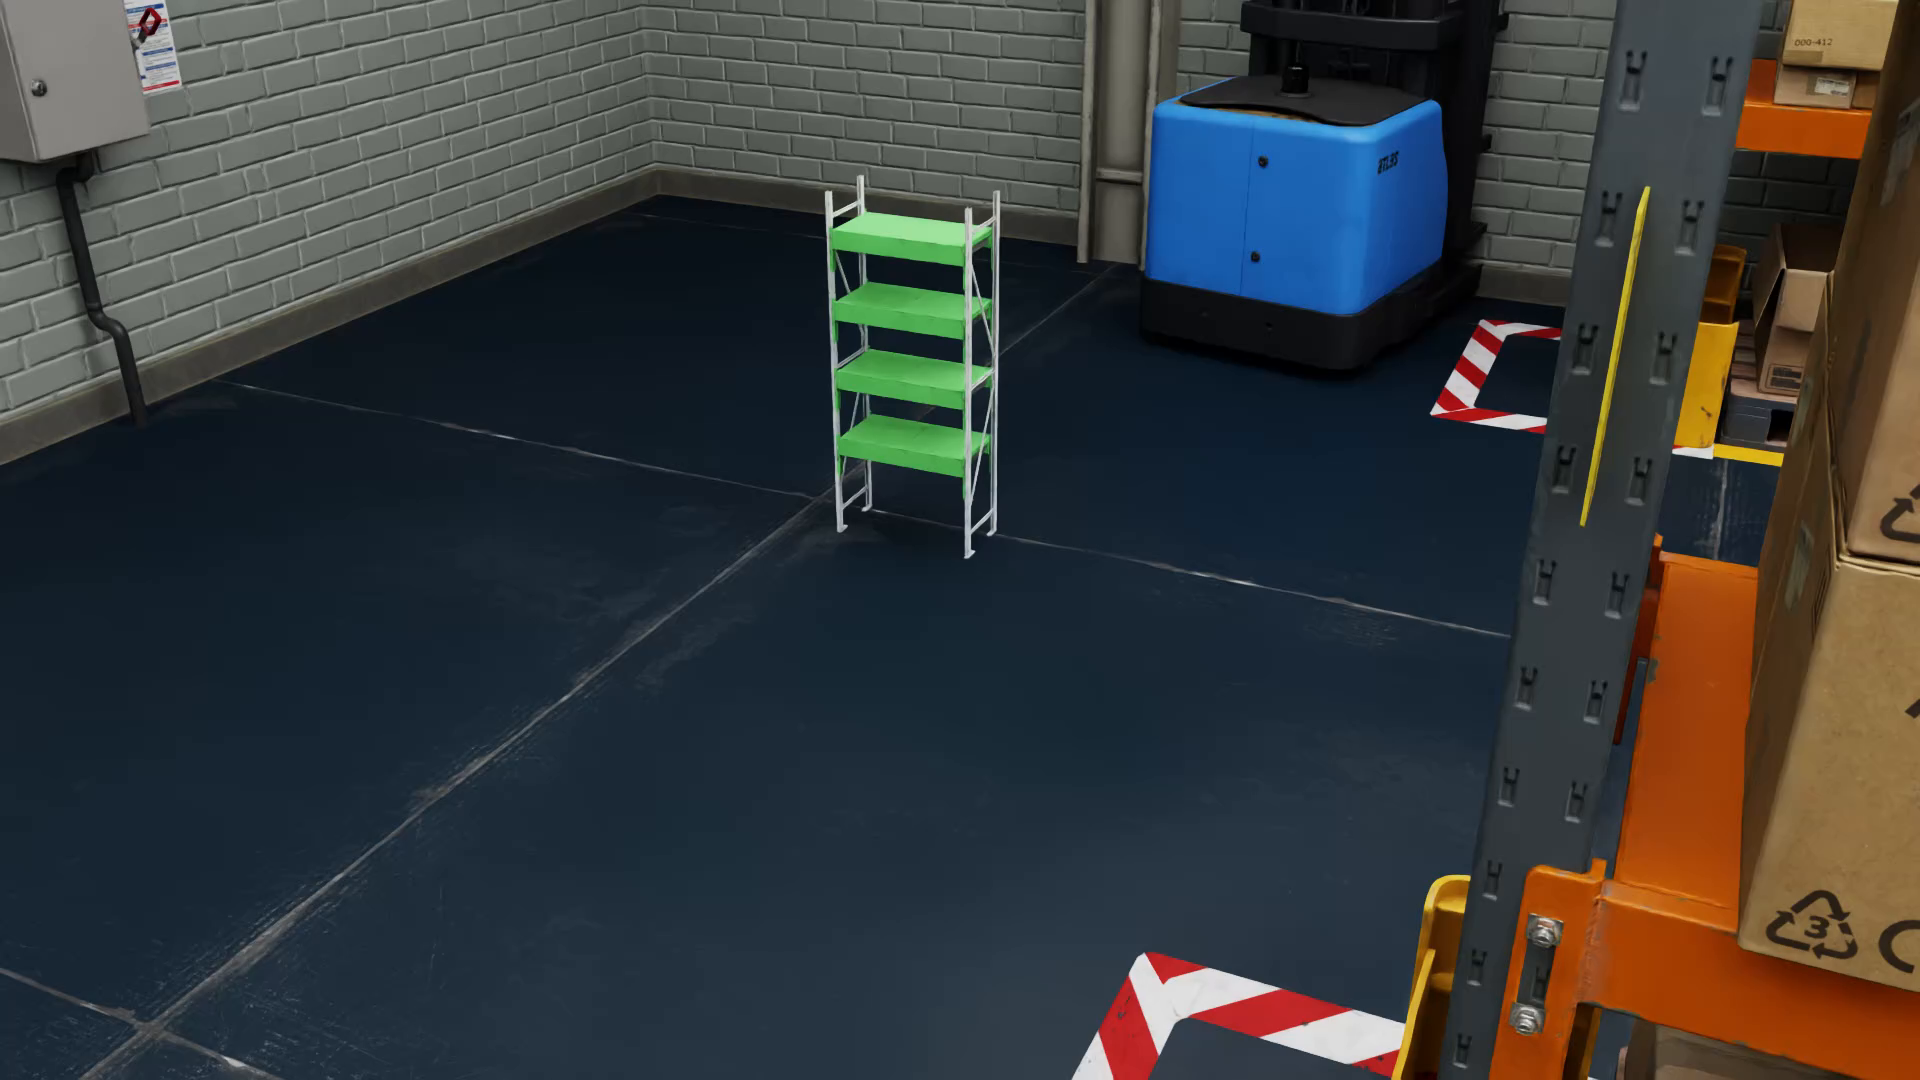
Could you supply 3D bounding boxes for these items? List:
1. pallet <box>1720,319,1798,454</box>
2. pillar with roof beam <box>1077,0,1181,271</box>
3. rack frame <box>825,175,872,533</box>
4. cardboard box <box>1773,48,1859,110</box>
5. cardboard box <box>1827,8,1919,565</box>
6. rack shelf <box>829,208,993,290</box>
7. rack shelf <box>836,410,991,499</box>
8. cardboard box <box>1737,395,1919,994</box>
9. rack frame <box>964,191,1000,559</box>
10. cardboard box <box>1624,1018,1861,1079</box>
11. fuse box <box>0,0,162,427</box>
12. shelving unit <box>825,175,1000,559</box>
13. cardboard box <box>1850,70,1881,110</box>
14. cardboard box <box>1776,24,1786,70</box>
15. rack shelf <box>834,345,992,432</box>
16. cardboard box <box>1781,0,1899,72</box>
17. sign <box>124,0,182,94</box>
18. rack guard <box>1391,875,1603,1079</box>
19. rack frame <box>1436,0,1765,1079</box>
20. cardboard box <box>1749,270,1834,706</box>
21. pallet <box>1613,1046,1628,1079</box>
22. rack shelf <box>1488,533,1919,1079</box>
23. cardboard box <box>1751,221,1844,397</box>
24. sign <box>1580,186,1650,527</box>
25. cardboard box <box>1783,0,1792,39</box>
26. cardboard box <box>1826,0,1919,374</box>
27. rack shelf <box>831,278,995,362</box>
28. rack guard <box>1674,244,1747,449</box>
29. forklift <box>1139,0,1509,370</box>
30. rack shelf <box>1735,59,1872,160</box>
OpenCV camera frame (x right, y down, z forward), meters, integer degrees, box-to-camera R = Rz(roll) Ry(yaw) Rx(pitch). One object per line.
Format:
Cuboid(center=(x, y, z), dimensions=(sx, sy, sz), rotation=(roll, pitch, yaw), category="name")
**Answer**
Cuboid(center=(3.729, -0.562, 6.653), dimensions=(1.213, 0.211, 1.003), rotation=(11, 28, 22), category="pallet")
Cuboid(center=(-0.929, -3.788, 3.257), dimensions=(0.400, 9.000, 9.100), rotation=(11, 28, 22), category="pillar with roof beam")
Cuboid(center=(-0.373, -0.613, 5.637), dimensions=(0.015, 1.200, 0.240), rotation=(11, 28, 22), category="rack frame")
Cuboid(center=(3.120, -1.689, 6.070), dimensions=(0.250, 0.149, 0.380), rotation=(11, 28, 21), category="cardboard box")
Cuboid(center=(1.202, -0.267, 1.652), dimensions=(0.500, 0.500, 0.500), rotation=(11, 28, 21), category="cardboard box")
Cuboid(center=(-0.151, -0.942, 5.363), dimensions=(0.480, 0.148, 0.258), rotation=(11, 28, 22), category="rack shelf")
Cuboid(center=(-0.151, -0.296, 5.681), dimensions=(0.480, 0.148, 0.258), rotation=(11, 28, 22), category="rack shelf")
Cuboid(center=(1.201, 0.182, 1.871), dimensions=(0.500, 0.500, 0.500), rotation=(11, 28, 21), category="cardboard box")
Cuboid(center=(0.071, -0.524, 5.456), dimensions=(0.015, 1.200, 0.240), rotation=(11, 28, 22), category="rack frame")
Cuboid(center=(1.525, 1.066, 2.615), dimensions=(0.875, 0.438, 0.875), rotation=(10, 28, 20), category="cardboard box")
Cuboid(center=(-3.257, -1.238, 6.326), dimensions=(0.414, 1.711, 0.539), rotation=(11, 28, 22), category="fuse box")
Cuboid(center=(-0.151, -0.569, 5.546), dimensions=(0.503, 1.200, 0.258), rotation=(11, 28, 22), category="shelving unit")
Cuboid(center=(3.370, -1.662, 6.013), dimensions=(0.250, 0.149, 0.380), rotation=(12, 29, 23), category="cardboard box")
Cuboid(center=(3.347, -1.907, 6.512), dimensions=(0.250, 0.149, 0.380), rotation=(11, 28, 21), category="cardboard box")
Cuboid(center=(-0.151, -0.511, 5.575), dimensions=(0.480, 0.148, 0.258), rotation=(11, 28, 22), category="rack shelf")
Cuboid(center=(3.236, -1.847, 5.939), dimensions=(0.500, 0.250, 0.500), rotation=(12, 28, 22), category="cardboard box")
Cuboid(center=(-3.242, -2.009, 6.543), dimensions=(0.001, 0.494, 0.329), rotation=(11, 28, 22), category="sign")
Cuboid(center=(0.861, 1.141, 2.866), dimensions=(0.348, 0.500, 1.175), rotation=(11, 28, 22), category="rack guard")
Cuboid(center=(0.884, 0.023, 2.308), dimensions=(0.053, 2.616, 0.949), rotation=(11, 28, 22), category="rack frame")
Cuboid(center=(1.431, -0.039, 2.320), dimensions=(0.500, 0.500, 0.500), rotation=(12, 28, 22), category="cardboard box")
Cuboid(center=(1.643, 1.390, 2.688), dimensions=(1.213, 0.211, 1.003), rotation=(11, 28, 22), category="pallet")
Cuboid(center=(2.703, 0.712, 1.722), dimensions=(4.000, 0.370, 1.077), rotation=(11, 28, 22), category="rack shelf")
Cuboid(center=(3.452, -0.891, 6.515), dimensions=(0.637, 0.503, 0.797), rotation=(10, 28, 20), category="cardboard box")
Cuboid(center=(0.648, -0.178, 1.646), dimensions=(0.005, 0.325, 0.100), rotation=(11, 28, 22), category="sign")
Cuboid(center=(3.463, -2.061, 6.374), dimensions=(0.500, 0.250, 0.500), rotation=(12, 29, 23), category="cardboard box")
Cuboid(center=(1.420, -0.477, 2.078), dimensions=(0.500, 0.500, 0.500), rotation=(12, 29, 23), category="cardboard box")
Cuboid(center=(-0.151, -0.727, 5.469), dimensions=(0.480, 0.148, 0.258), rotation=(11, 28, 22), category="rack shelf")
Cuboid(center=(3.003, -0.837, 6.884), dimensions=(0.348, 0.500, 1.175), rotation=(11, 28, 22), category="rack guard")
Cuboid(center=(2.065, -2.634, 7.781), dimensions=(1.130, 2.935, 3.031), rotation=(17, 31, 31), category="forklift")
Cuboid(center=(4.755, -1.284, 5.777), dimensions=(4.000, 0.370, 1.077), rotation=(11, 28, 22), category="rack shelf")
